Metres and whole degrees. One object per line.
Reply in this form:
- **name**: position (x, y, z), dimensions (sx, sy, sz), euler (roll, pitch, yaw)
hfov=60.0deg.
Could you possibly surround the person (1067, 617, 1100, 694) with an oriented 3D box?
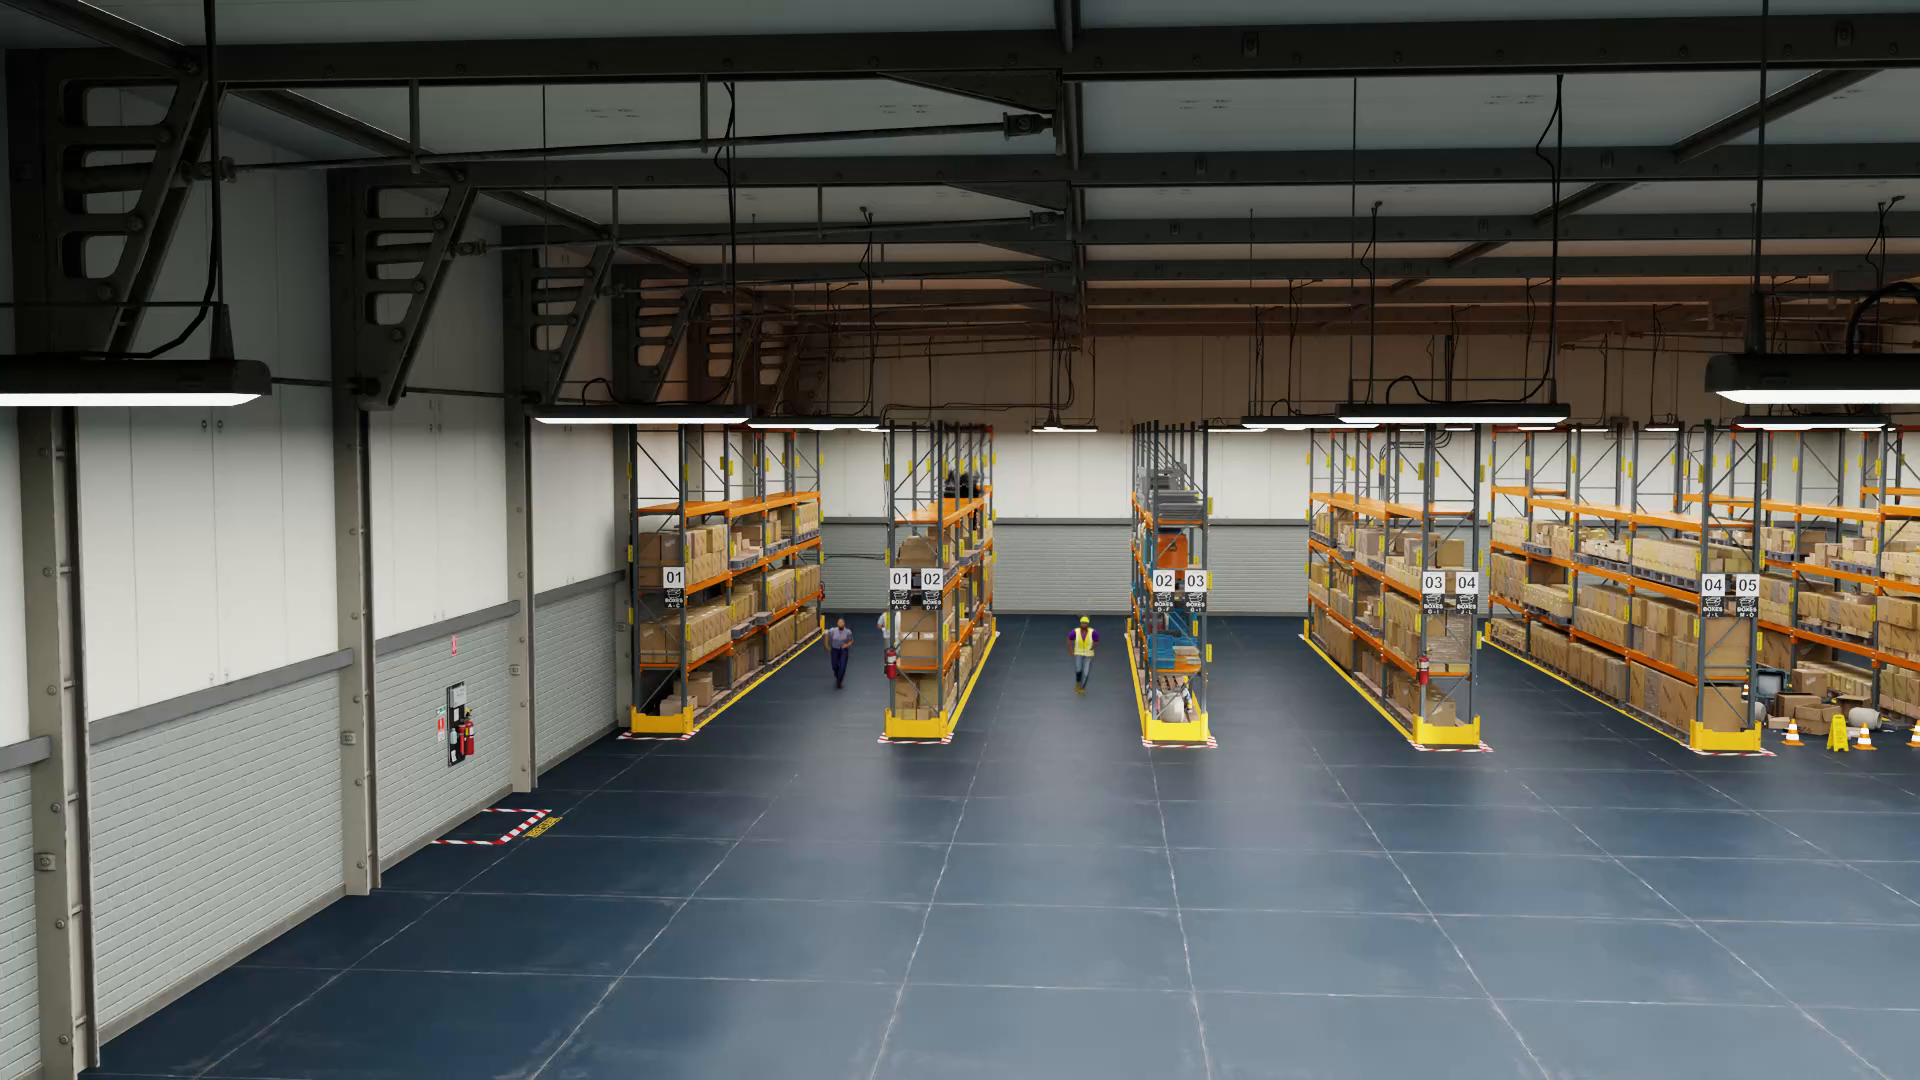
- **person**: position (2.716, 2.540, 36.490), dimensions (0.695, 1.717, 0.645), euler (0, 4, 1)

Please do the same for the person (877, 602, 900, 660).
- **person**: position (-1.610, 2.341, 39.287), dimensions (0.686, 1.819, 0.924), euler (0, 4, 3)

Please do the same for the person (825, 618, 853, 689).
- **person**: position (-2.730, 2.565, 37.557), dimensions (0.645, 1.600, 0.624), euler (0, 4, -3)
